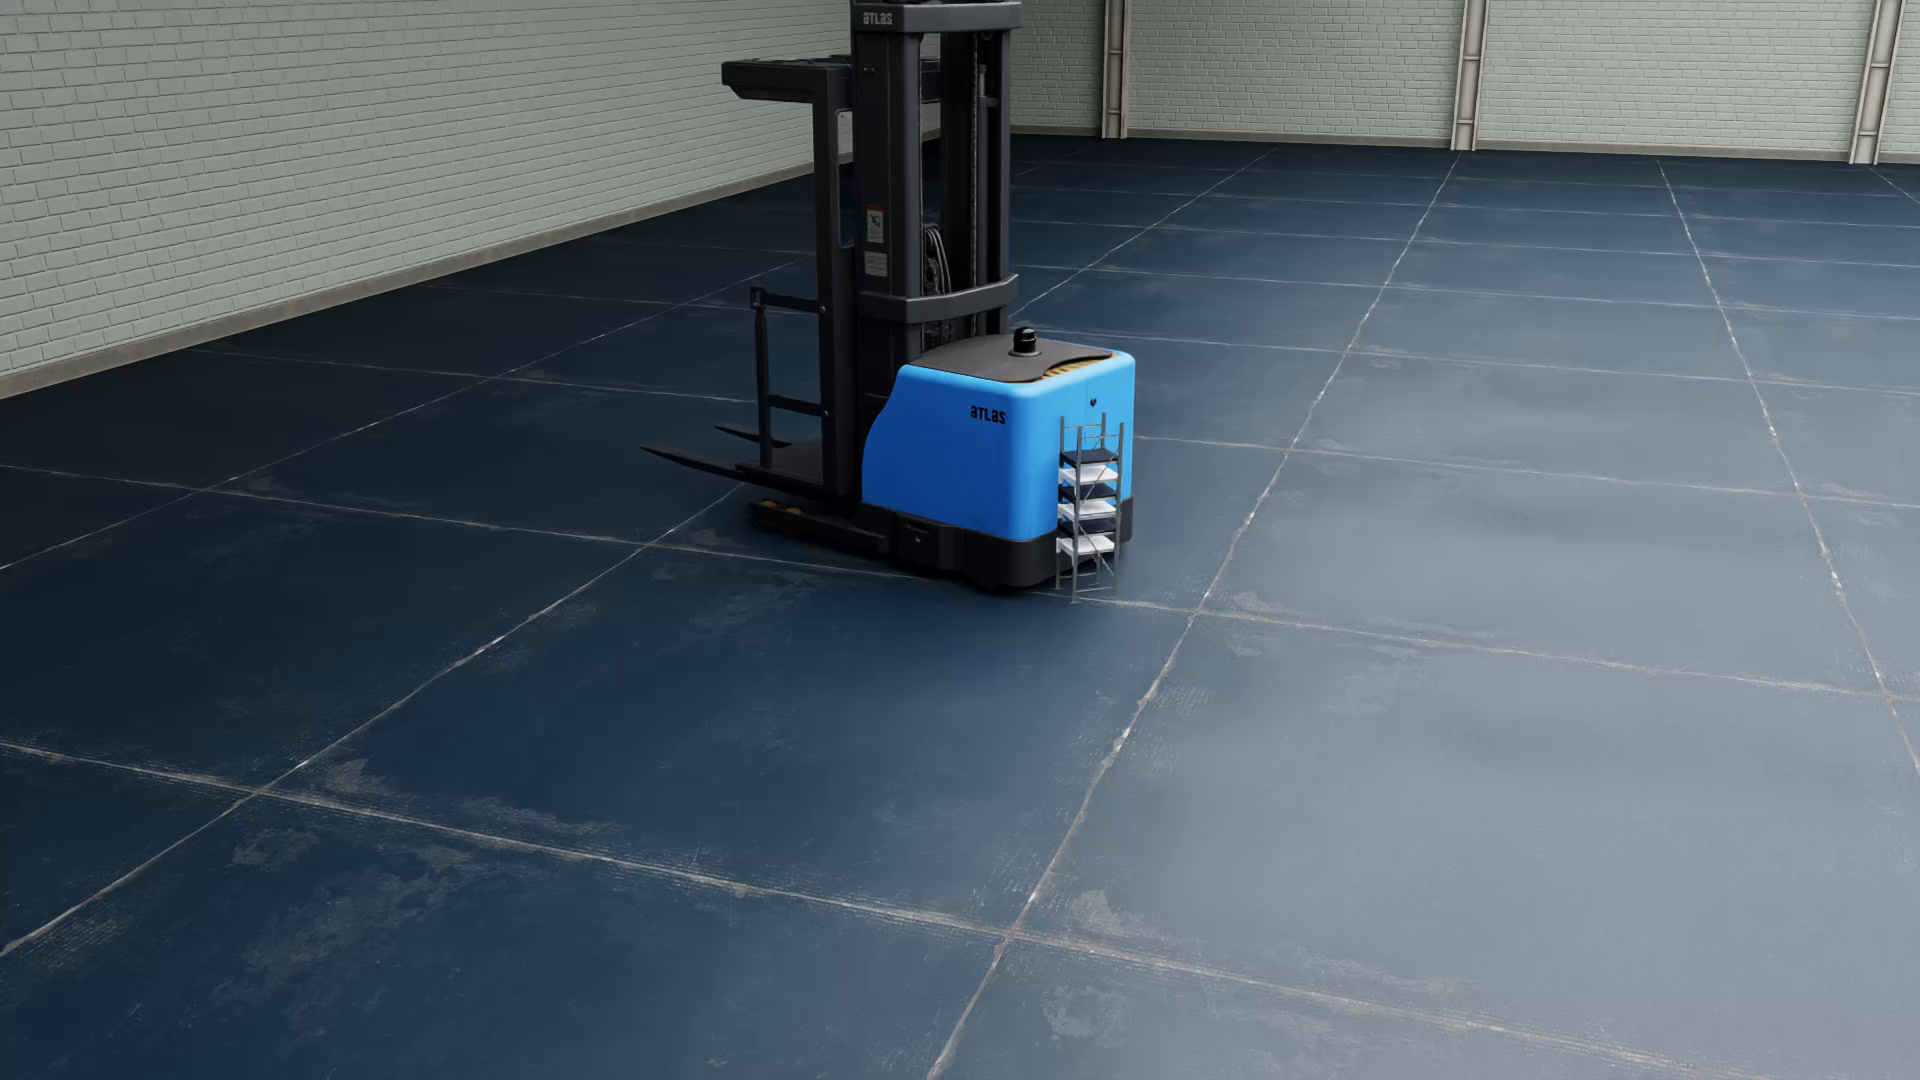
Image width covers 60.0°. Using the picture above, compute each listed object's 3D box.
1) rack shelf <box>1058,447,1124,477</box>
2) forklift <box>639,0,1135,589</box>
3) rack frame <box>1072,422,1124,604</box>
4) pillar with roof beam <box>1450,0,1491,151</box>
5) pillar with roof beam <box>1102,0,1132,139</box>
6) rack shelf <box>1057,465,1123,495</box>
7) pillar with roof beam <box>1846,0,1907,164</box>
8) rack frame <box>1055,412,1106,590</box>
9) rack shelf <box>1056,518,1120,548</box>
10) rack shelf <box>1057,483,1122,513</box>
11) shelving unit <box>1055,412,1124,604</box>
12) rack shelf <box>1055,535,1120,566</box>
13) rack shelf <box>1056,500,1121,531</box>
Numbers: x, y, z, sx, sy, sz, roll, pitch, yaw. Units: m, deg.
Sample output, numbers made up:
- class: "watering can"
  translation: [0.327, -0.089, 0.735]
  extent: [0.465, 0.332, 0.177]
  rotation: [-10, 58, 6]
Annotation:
- class: "rack shelf"
  translation: [0.634, -0.381, 8.078]
  extent: [0.258, 0.077, 0.200]
  rotation: [-6, 20, -19]
- class: "forklift"
  translation: [-0.546, -1.516, 8.972]
  extent: [3.031, 2.935, 1.130]
  rotation: [15, 24, 36]
- class: "rack frame"
  translation: [0.667, -0.125, 8.064]
  extent: [0.240, 0.900, 0.006]
  rotation: [-6, 20, -19]
- class: "pillar with roof beam"
  translation: [7.015, -9.457, 22.536]
  extent: [0.400, 9.000, 9.100]
  rotation: [7, 20, 18]
- class: "pillar with roof beam"
  translation: [1.347, -10.105, 24.395]
  extent: [0.400, 9.000, 9.100]
  rotation: [7, 20, 18]
- class: "rack shelf"
  translation: [0.633, -0.296, 8.107]
  extent: [0.258, 0.077, 0.200]
  rotation: [-6, 20, -19]
- class: "pillar with roof beam"
  translation: [12.683, -8.809, 20.676]
  extent: [0.400, 9.000, 9.100]
  rotation: [7, 20, 18]
- class: "rack frame"
  translation: [0.597, -0.188, 8.245]
  extent: [0.240, 0.900, 0.006]
  rotation: [-6, 20, -19]
- class: "rack shelf"
  translation: [0.631, -0.040, 8.195]
  extent: [0.258, 0.077, 0.200]
  rotation: [-6, 20, -19]
- class: "rack shelf"
  translation: [0.633, -0.210, 8.136]
  extent: [0.258, 0.077, 0.200]
  rotation: [-6, 20, -19]
- class: "shelving unit"
  translation: [0.632, -0.157, 8.155]
  extent: [0.258, 0.900, 0.210]
  rotation: [-6, 20, -19]
- class: "rack shelf"
  translation: [0.630, 0.045, 8.224]
  extent: [0.258, 0.077, 0.200]
  rotation: [-6, 20, -19]
- class: "rack shelf"
  translation: [0.632, -0.125, 8.166]
  extent: [0.258, 0.077, 0.200]
  rotation: [-6, 20, -19]
